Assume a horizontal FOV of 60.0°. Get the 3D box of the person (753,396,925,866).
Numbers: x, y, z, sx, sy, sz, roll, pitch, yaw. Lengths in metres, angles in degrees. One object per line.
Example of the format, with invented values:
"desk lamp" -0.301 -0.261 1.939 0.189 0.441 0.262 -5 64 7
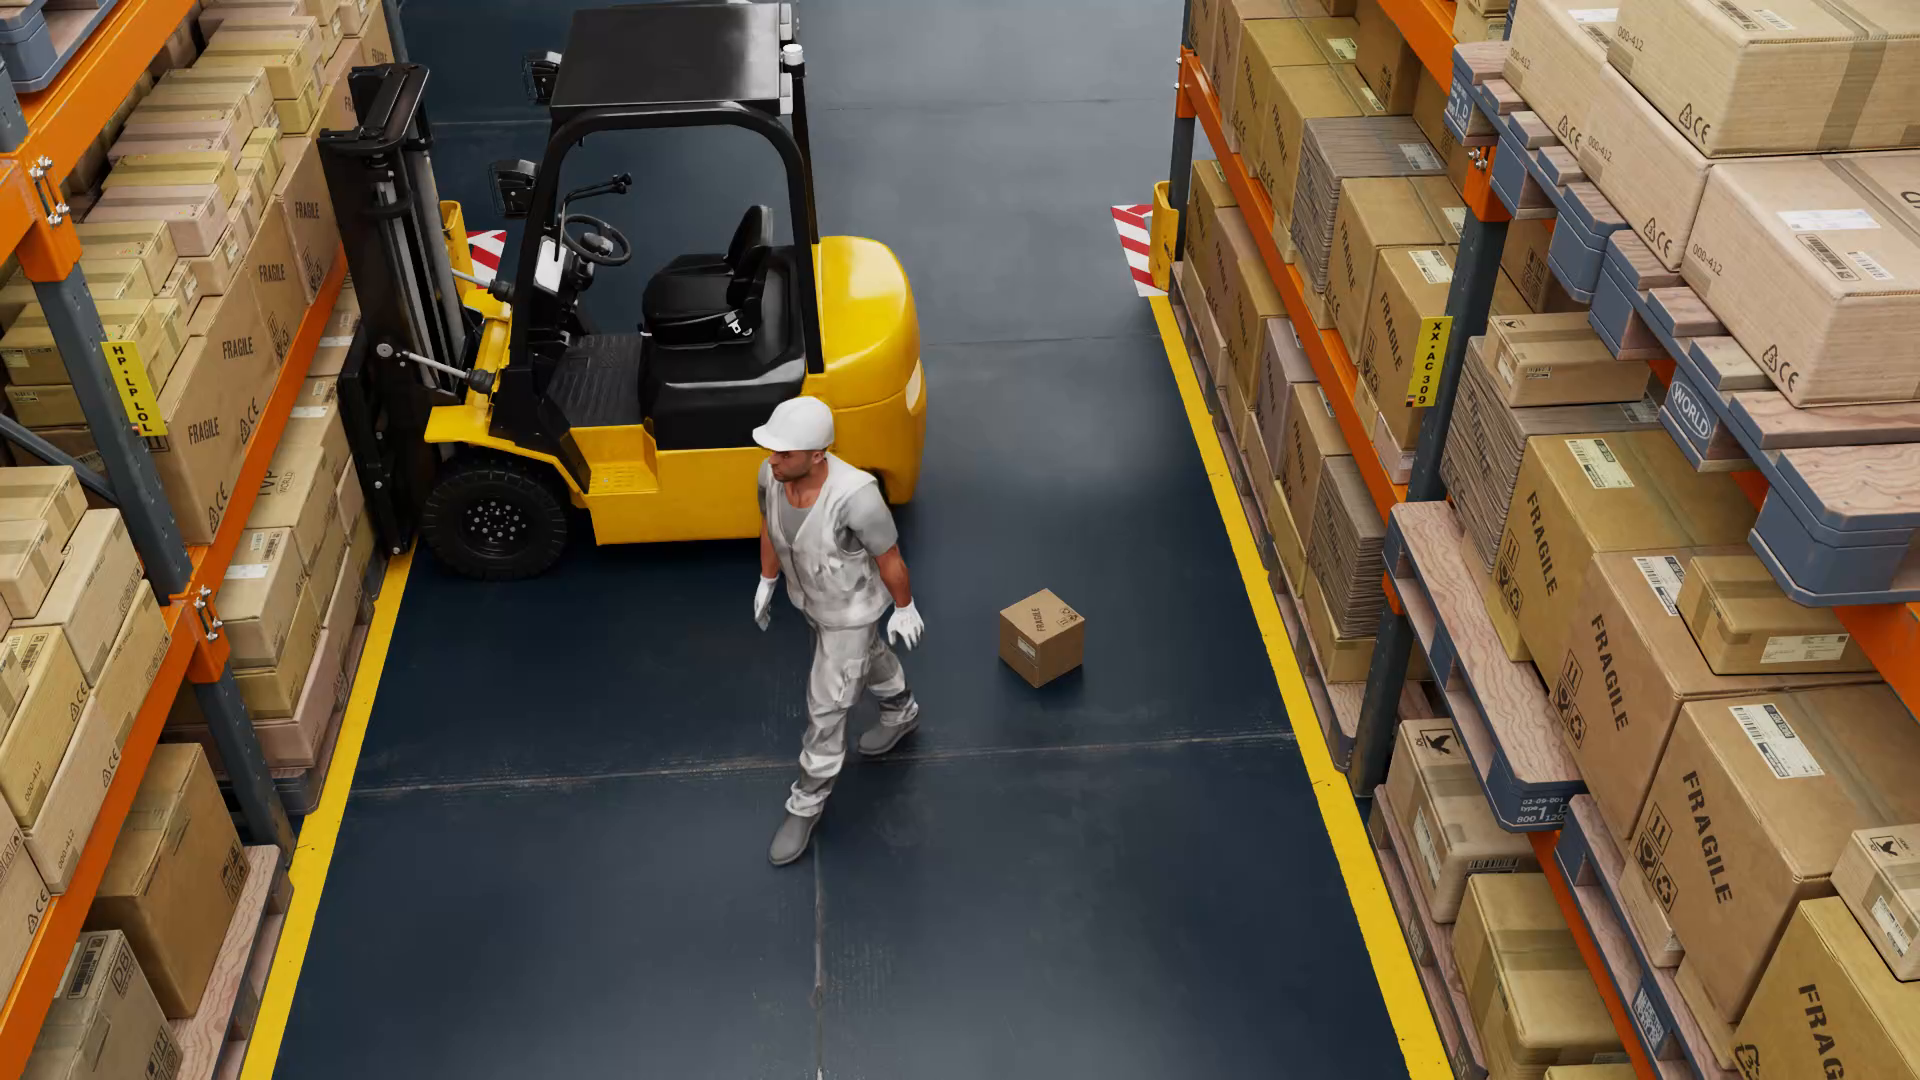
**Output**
"person" -0.483 0.236 5.836 0.871 1.759 0.579 -30 48 -32
